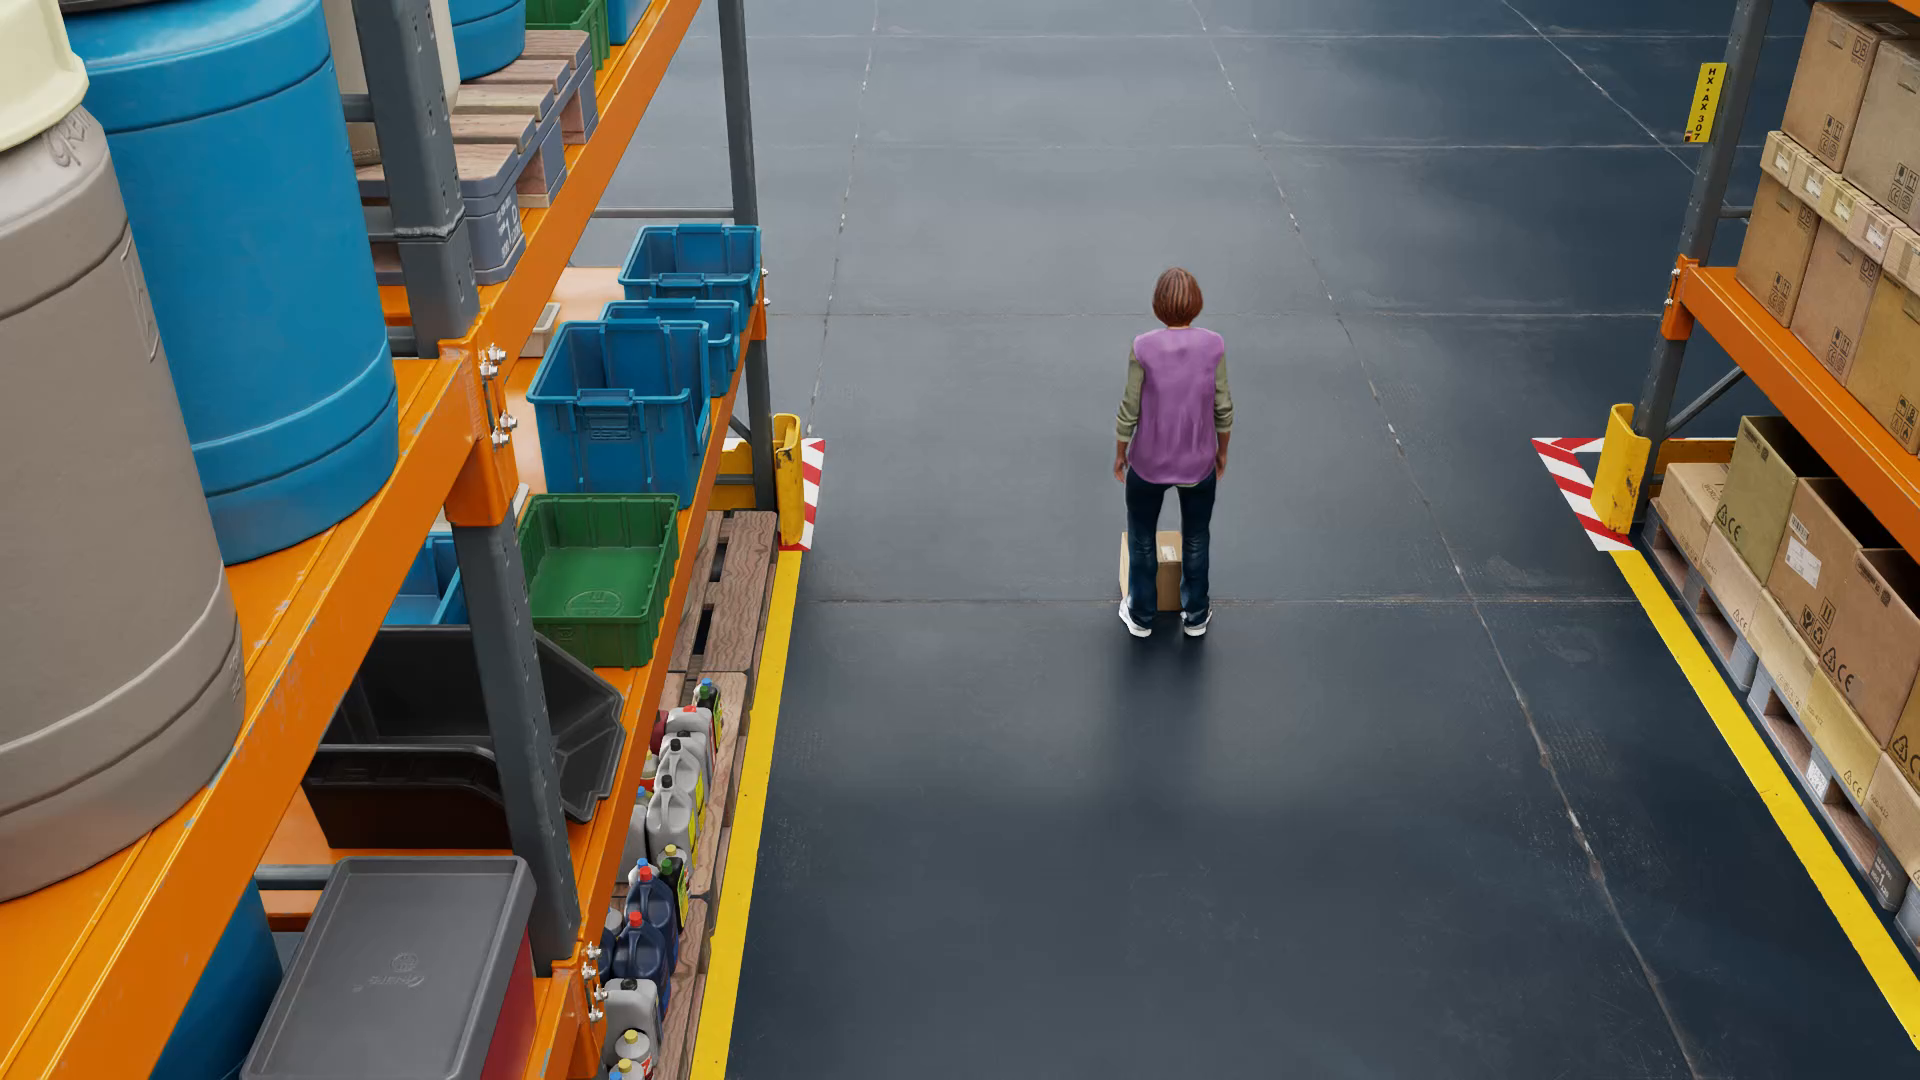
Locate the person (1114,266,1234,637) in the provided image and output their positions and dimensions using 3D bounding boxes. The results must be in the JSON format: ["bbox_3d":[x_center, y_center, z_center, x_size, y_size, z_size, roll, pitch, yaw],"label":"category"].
[{"bbox_3d":[0.846,-0.307,6.649,0.467,1.581,0.350,0,32,-1],"label":"person"}]
